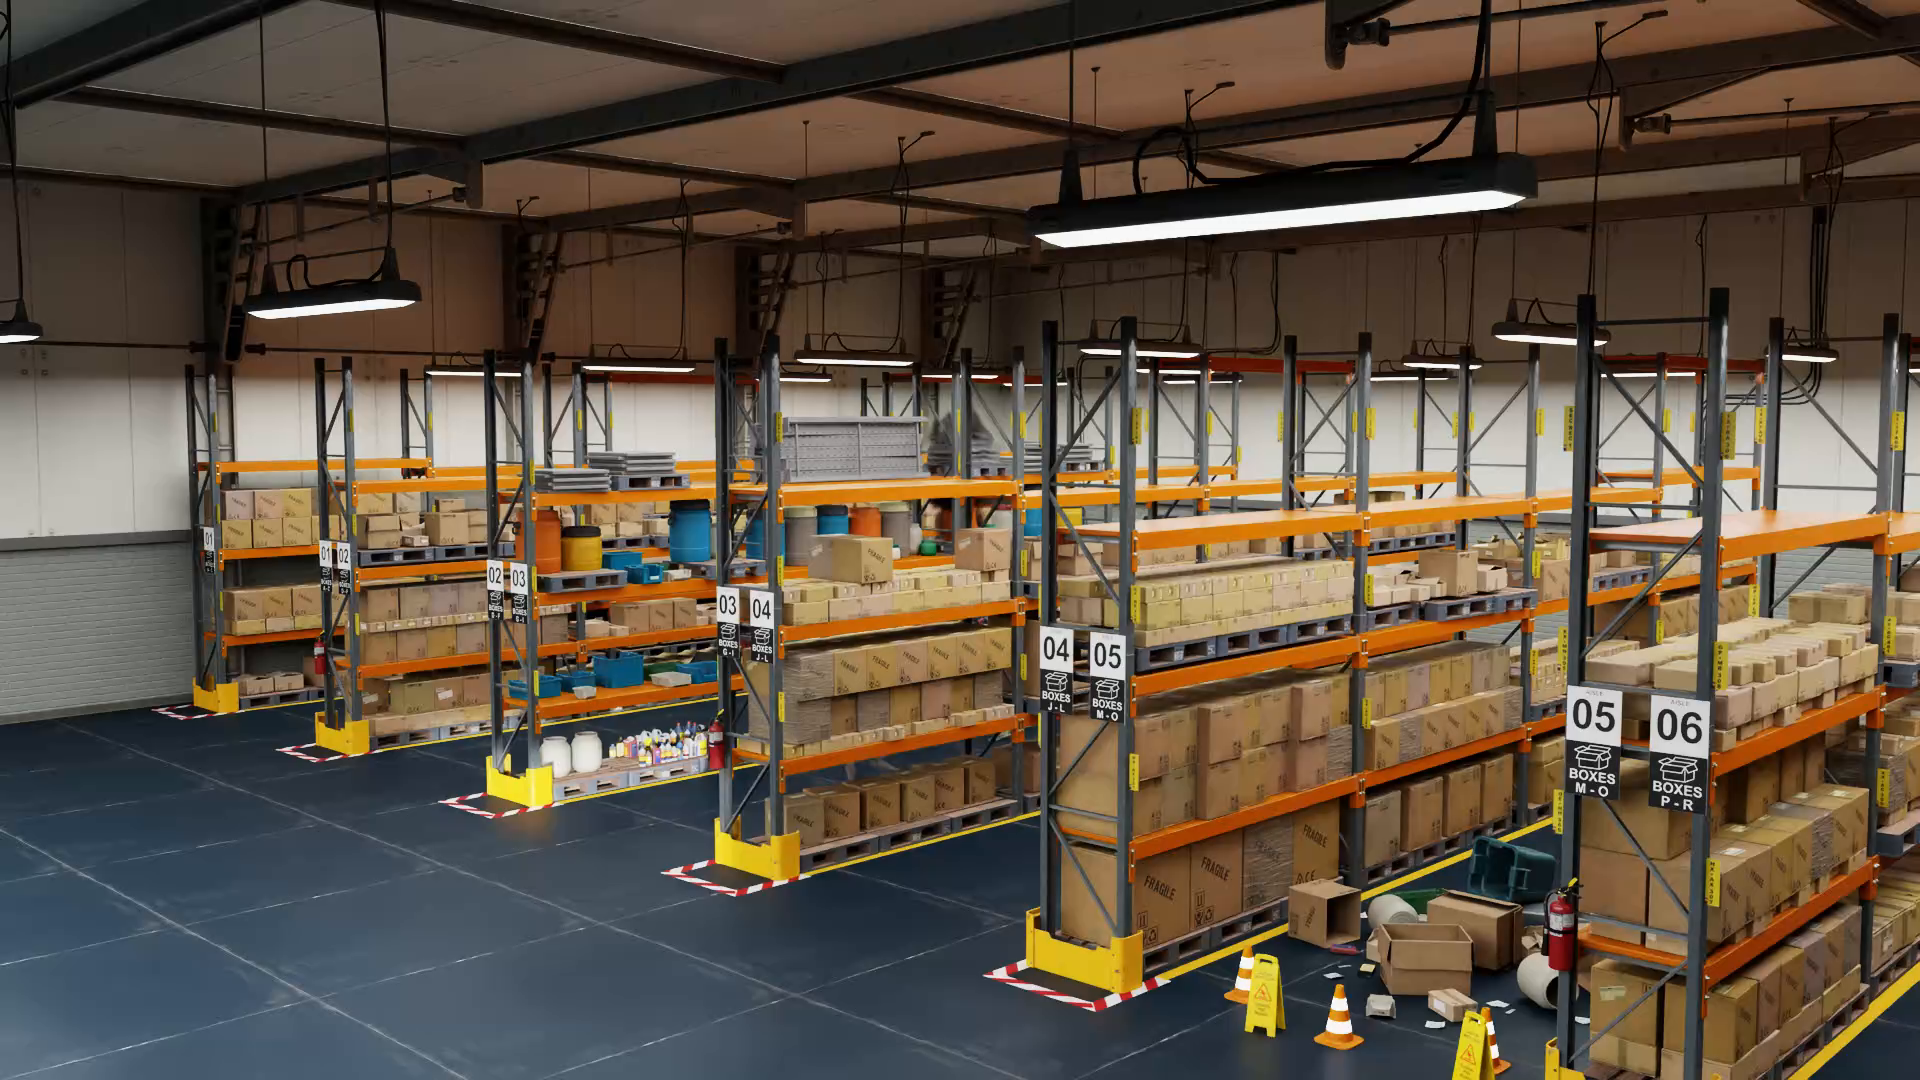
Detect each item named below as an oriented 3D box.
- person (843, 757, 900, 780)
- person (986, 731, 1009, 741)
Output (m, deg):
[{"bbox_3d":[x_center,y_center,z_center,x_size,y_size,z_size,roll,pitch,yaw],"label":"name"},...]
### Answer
[{"bbox_3d":[-1.205,2.724,22.342,0.991,1.434,0.538,-2,5,-22],"label":"person"},{"bbox_3d":[0.658,2.337,26.254,0.652,1.701,0.809,-2,5,-29],"label":"person"}]
